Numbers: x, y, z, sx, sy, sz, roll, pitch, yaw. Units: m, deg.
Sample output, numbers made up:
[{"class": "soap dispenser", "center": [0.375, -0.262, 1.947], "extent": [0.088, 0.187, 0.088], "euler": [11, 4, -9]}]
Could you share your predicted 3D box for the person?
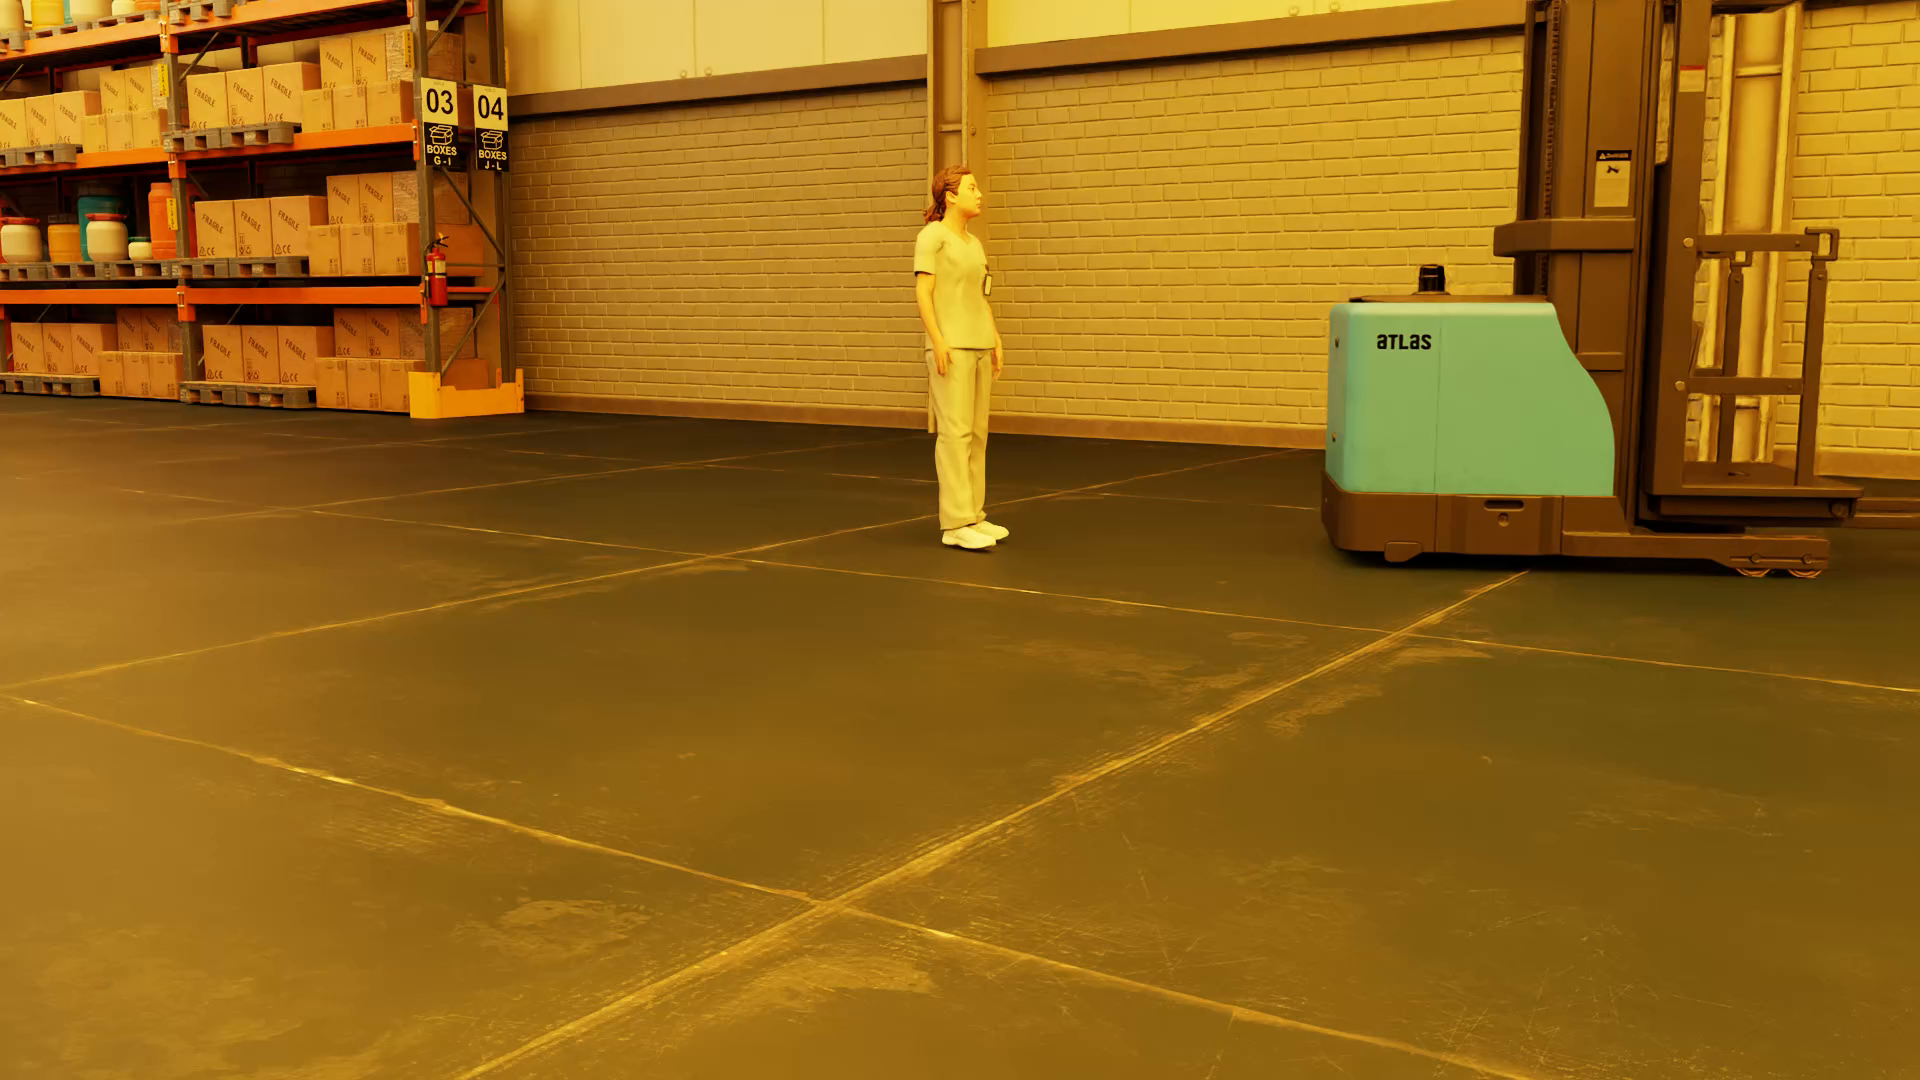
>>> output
[{"class": "person", "center": [0.053, -0.829, 7.433], "extent": [0.549, 1.675, 0.549], "euler": [5, 10, 34]}]

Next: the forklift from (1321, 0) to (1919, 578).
[{"class": "forklift", "center": [3.117, -1.380, 6.895], "extent": [3.031, 2.935, 1.130], "euler": [1, 8, 8]}]
